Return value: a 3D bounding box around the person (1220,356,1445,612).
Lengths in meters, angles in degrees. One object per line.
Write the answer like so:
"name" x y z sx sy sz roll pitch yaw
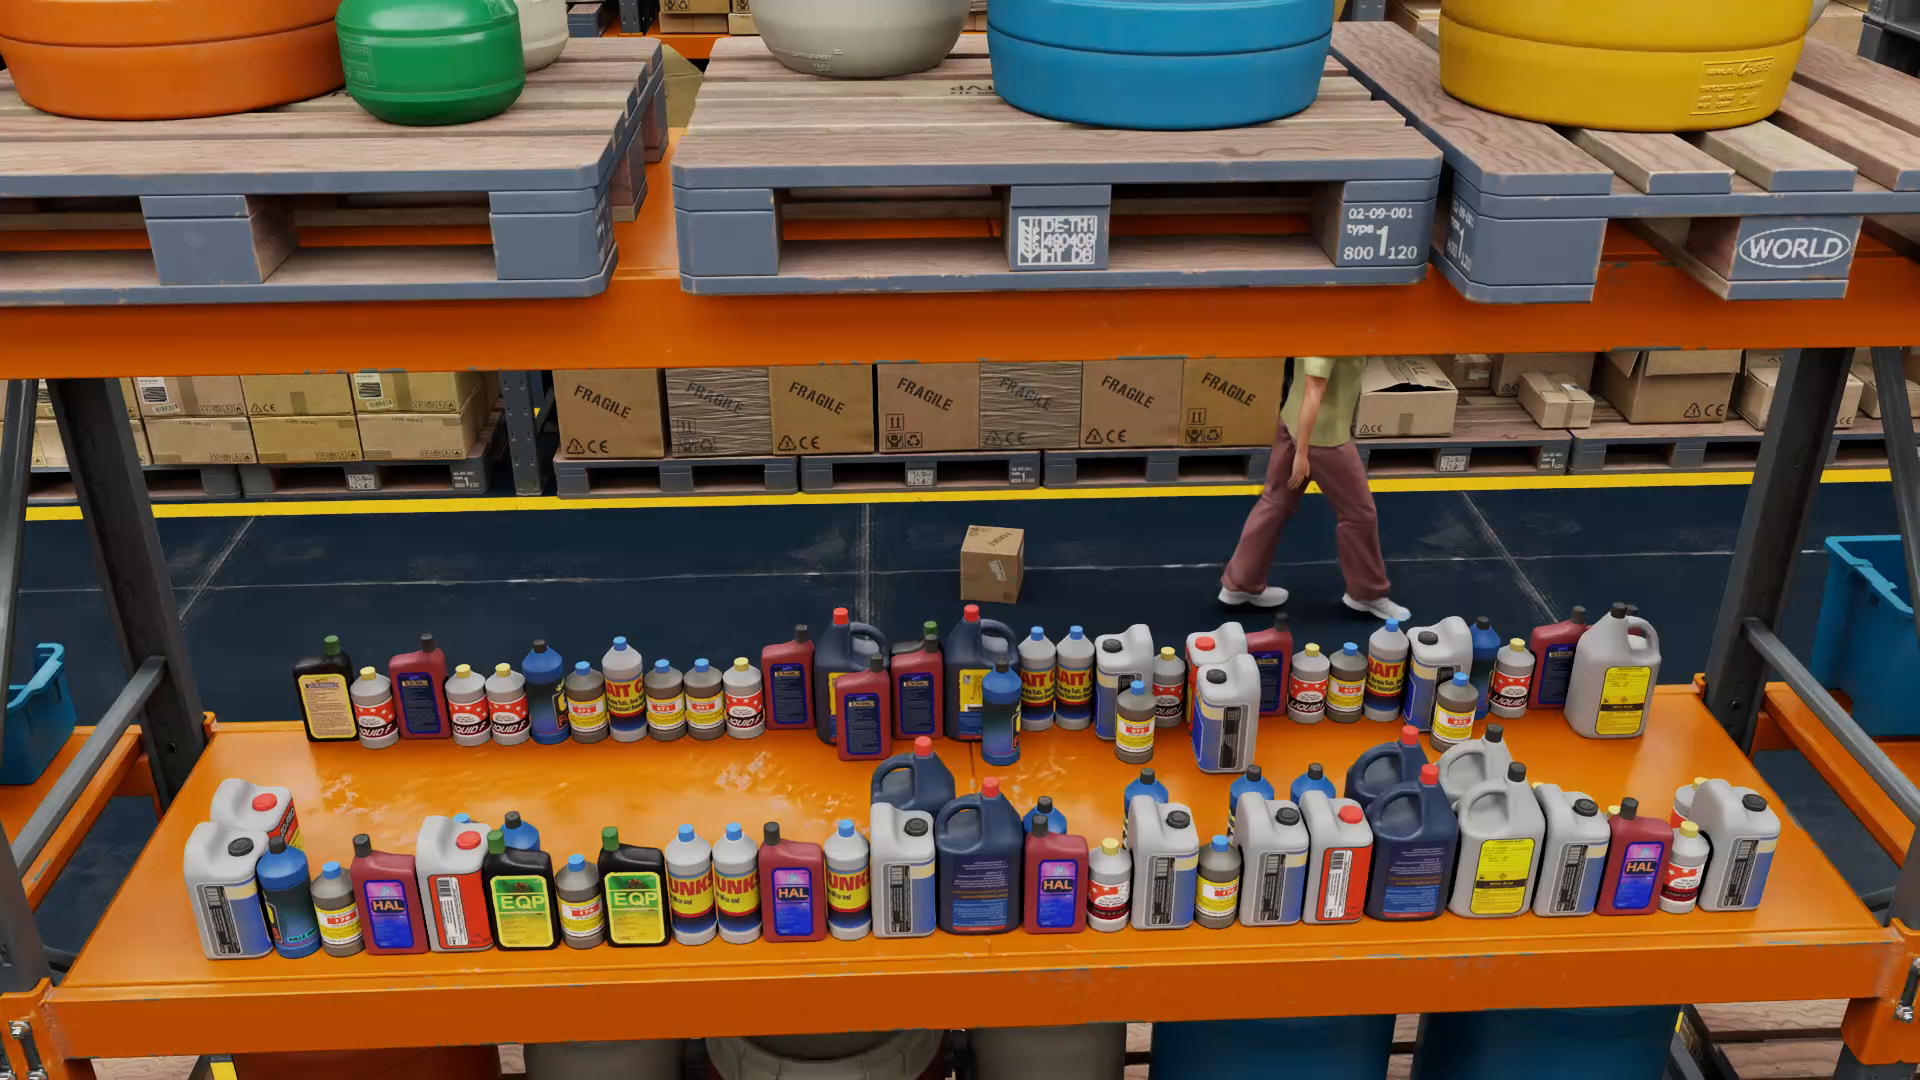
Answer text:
"person" 1.626 -0.445 6.941 0.966 1.622 0.503 -3 28 -6
